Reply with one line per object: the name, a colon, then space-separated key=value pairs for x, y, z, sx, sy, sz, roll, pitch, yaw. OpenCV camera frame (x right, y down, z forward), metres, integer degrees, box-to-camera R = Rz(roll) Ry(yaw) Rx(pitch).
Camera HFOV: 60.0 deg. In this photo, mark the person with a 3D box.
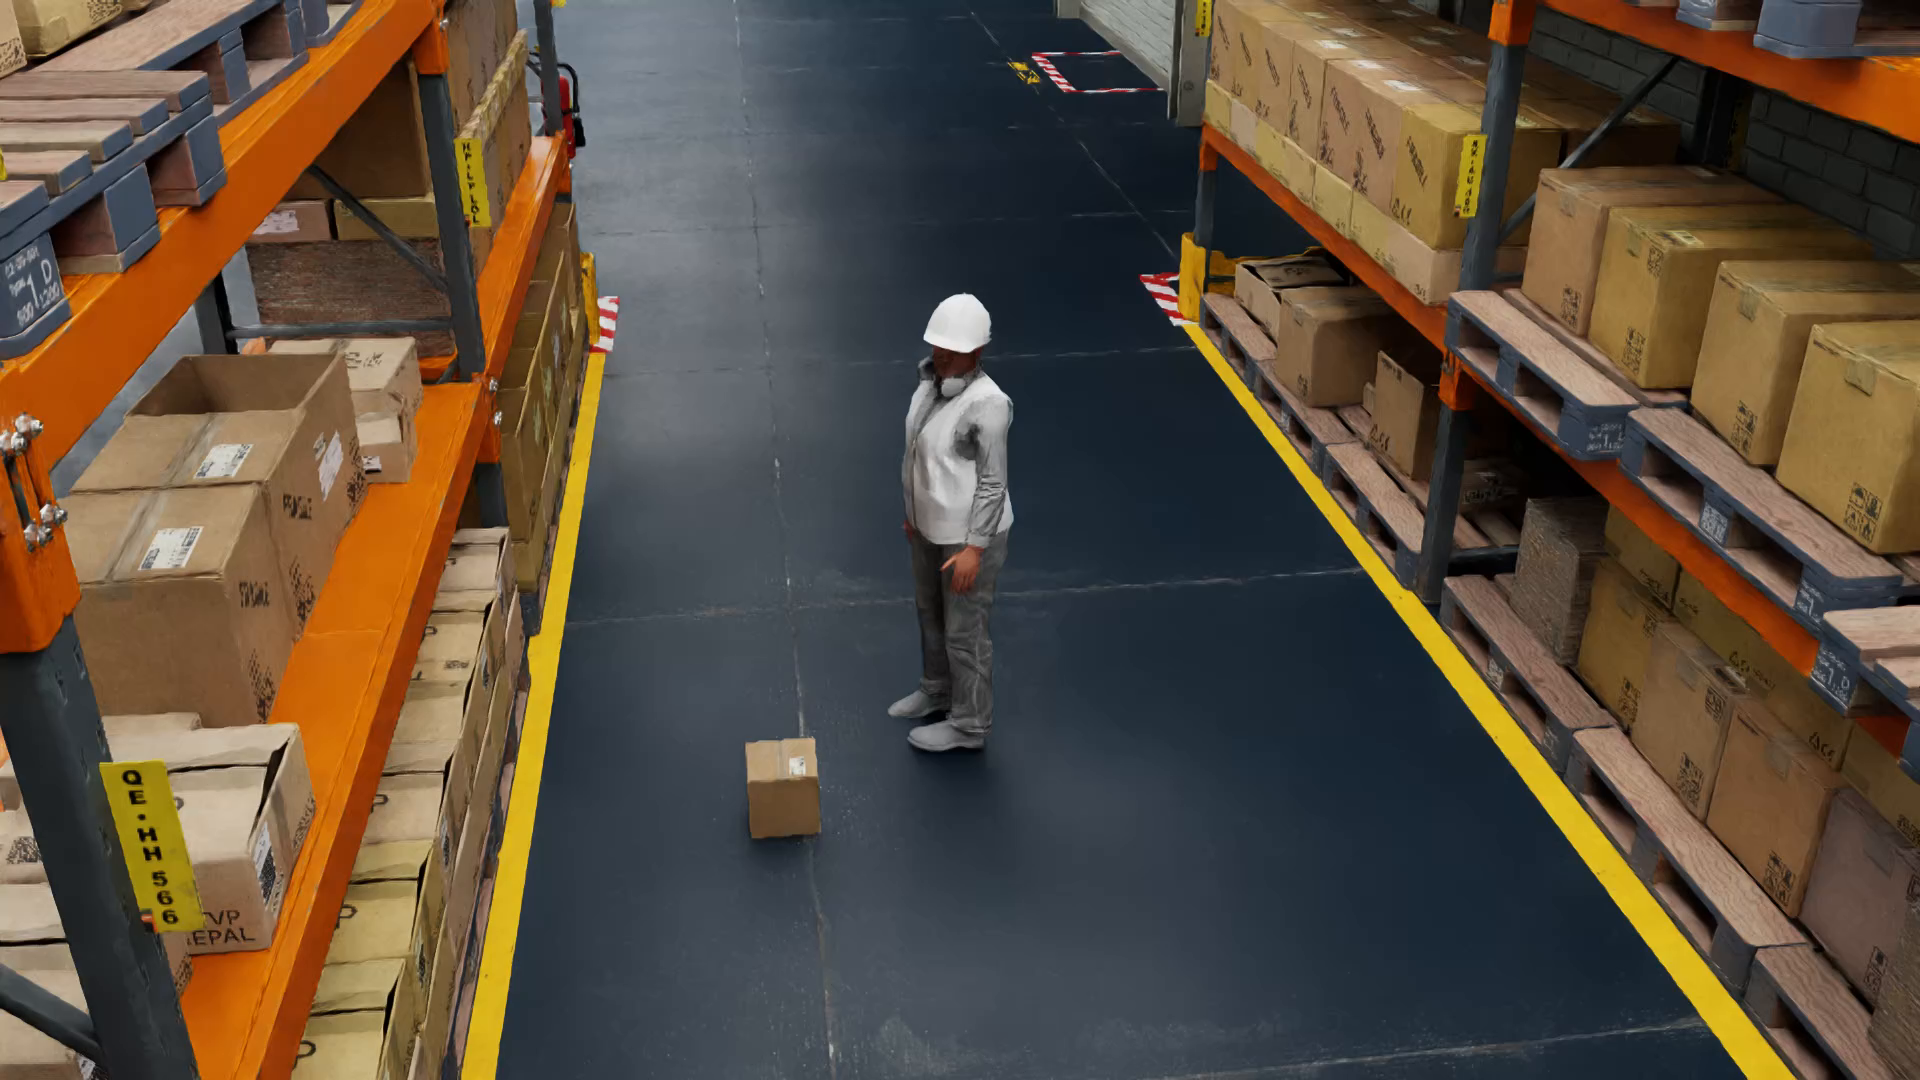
person: x=-0.039 y=-0.038 z=6.161 sx=0.413 sy=1.816 sz=0.580 roll=-14 pitch=30 yaw=-25
